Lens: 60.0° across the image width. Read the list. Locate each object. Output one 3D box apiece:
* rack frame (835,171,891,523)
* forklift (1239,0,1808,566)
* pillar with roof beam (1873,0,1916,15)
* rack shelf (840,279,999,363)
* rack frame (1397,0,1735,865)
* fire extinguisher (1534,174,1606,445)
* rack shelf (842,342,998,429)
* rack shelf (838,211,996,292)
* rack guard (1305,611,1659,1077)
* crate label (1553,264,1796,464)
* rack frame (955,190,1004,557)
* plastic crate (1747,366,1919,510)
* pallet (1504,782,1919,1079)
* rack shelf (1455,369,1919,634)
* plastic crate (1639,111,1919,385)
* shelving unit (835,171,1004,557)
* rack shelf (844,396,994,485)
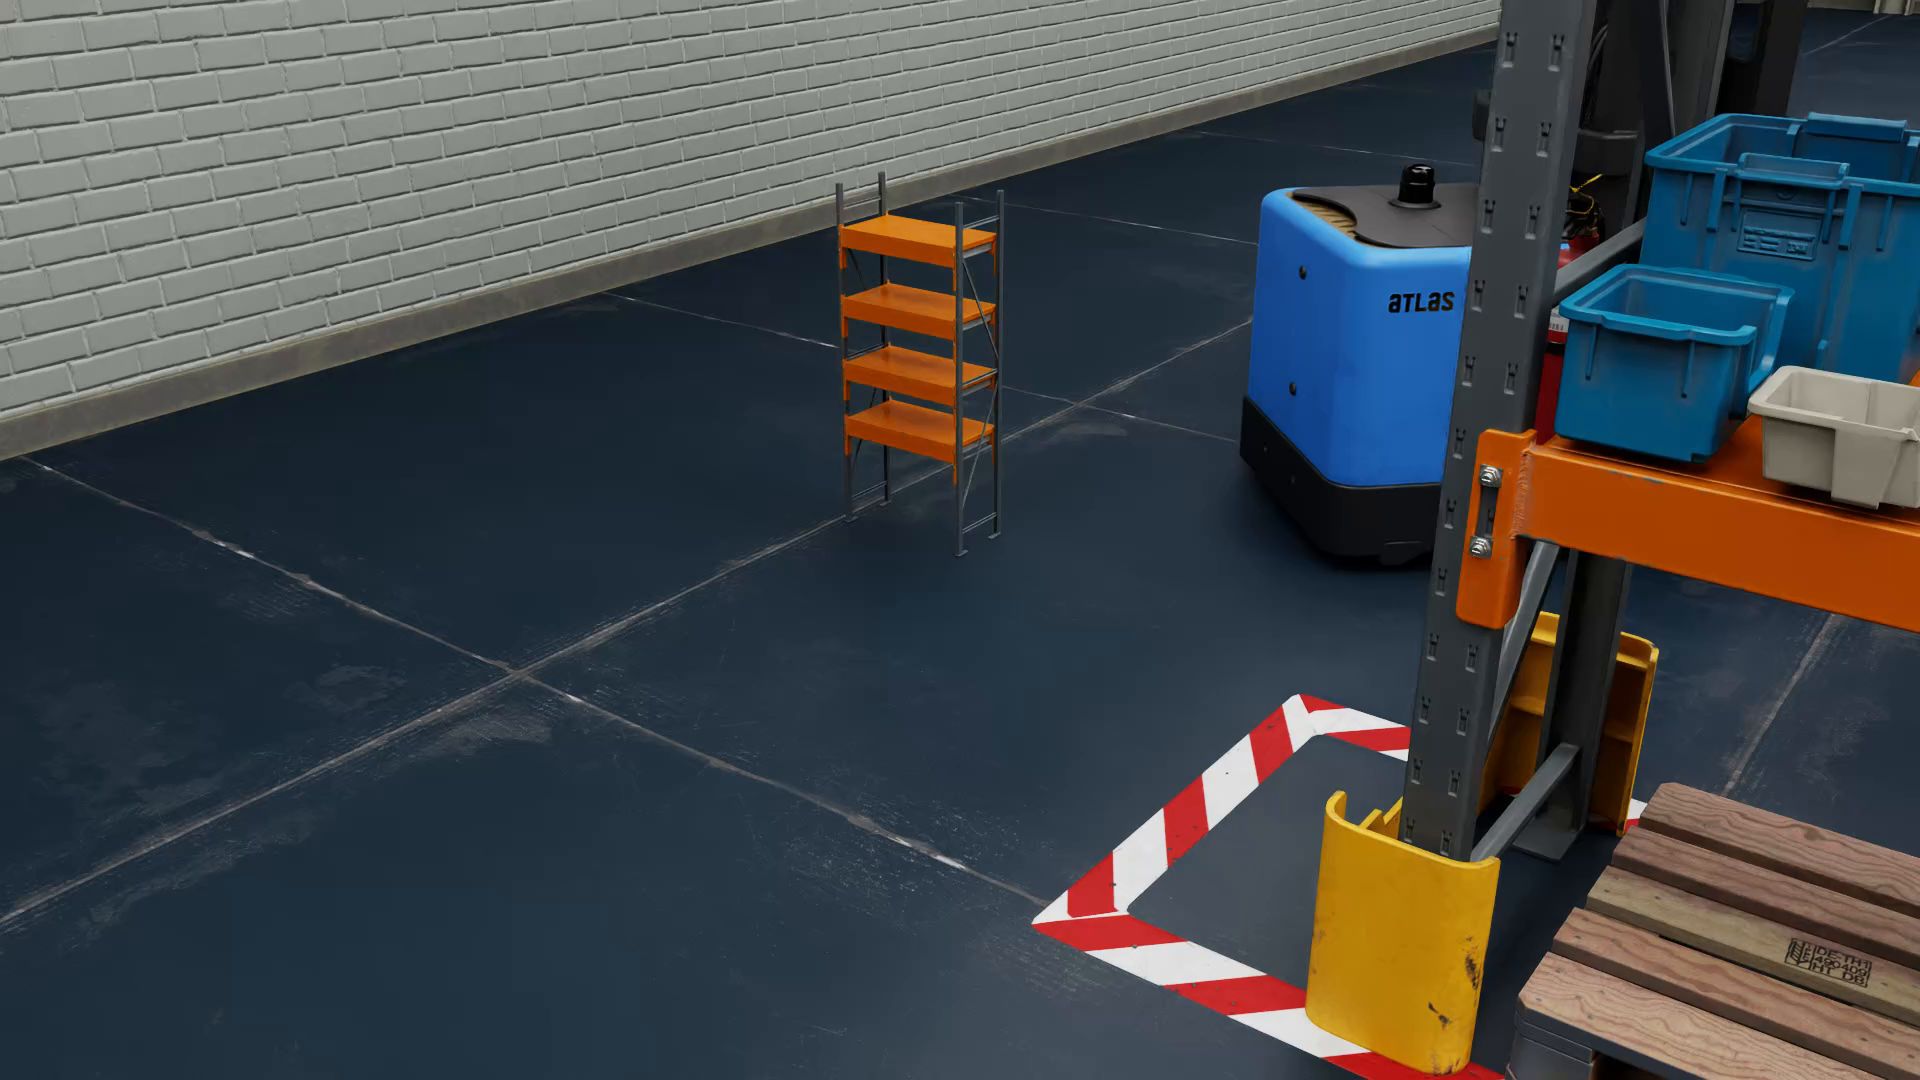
[{"bbox_3d":[-0.328,-0.648,5.733,0.015,1.200,0.240,17,29,33],"label":"rack frame"},{"bbox_3d":[2.621,-1.514,5.552,3.031,2.935,1.130,-3,24,-8],"label":"forklift"},{"bbox_3d":[8.904,-9.216,15.506,0.400,9.000,9.100,17,29,33],"label":"pillar with roof beam"},{"bbox_3d":[-0.132,-0.732,5.536,0.480,0.148,0.258,17,29,33],"label":"rack shelf"},{"bbox_3d":[1.215,-0.519,3.208,0.127,3.000,1.000,17,29,33],"label":"rack frame"},{"bbox_3d":[1.367,-0.496,3.715,0.183,0.674,0.296,17,29,33],"label":"fire extinguisher"},{"bbox_3d":[-0.132,-0.528,5.626,0.480,0.148,0.258,17,29,33],"label":"rack shelf"},{"bbox_3d":[-0.132,-0.949,5.440,0.480,0.148,0.258,17,29,33],"label":"rack shelf"},{"bbox_3d":[1.188,0.623,3.716,0.348,0.500,1.175,17,29,33],"label":"rack guard"},{"bbox_3d":[1.215,-0.304,2.853,0.303,0.233,0.416,17,29,33],"label":"crate label"},{"bbox_3d":[0.063,-0.530,5.465,0.015,1.200,0.240,17,29,33],"label":"rack frame"},{"bbox_3d":[1.422,-0.156,2.636,0.298,0.136,0.250,17,29,33],"label":"plastic crate"},{"bbox_3d":[1.852,0.969,3.289,1.213,0.211,1.003,17,29,33],"label":"pallet"},{"bbox_3d":[2.815,0.294,2.256,4.000,0.370,1.077,17,29,33],"label":"rack shelf"},{"bbox_3d":[1.595,-0.542,3.142,0.499,0.435,0.616,17,29,33],"label":"plastic crate"},{"bbox_3d":[-0.132,-0.589,5.599,0.503,1.200,0.258,17,29,33],"label":"shelving unit"},{"bbox_3d":[-0.132,-0.346,5.706,0.480,0.148,0.258,17,29,33],"label":"rack shelf"}]
